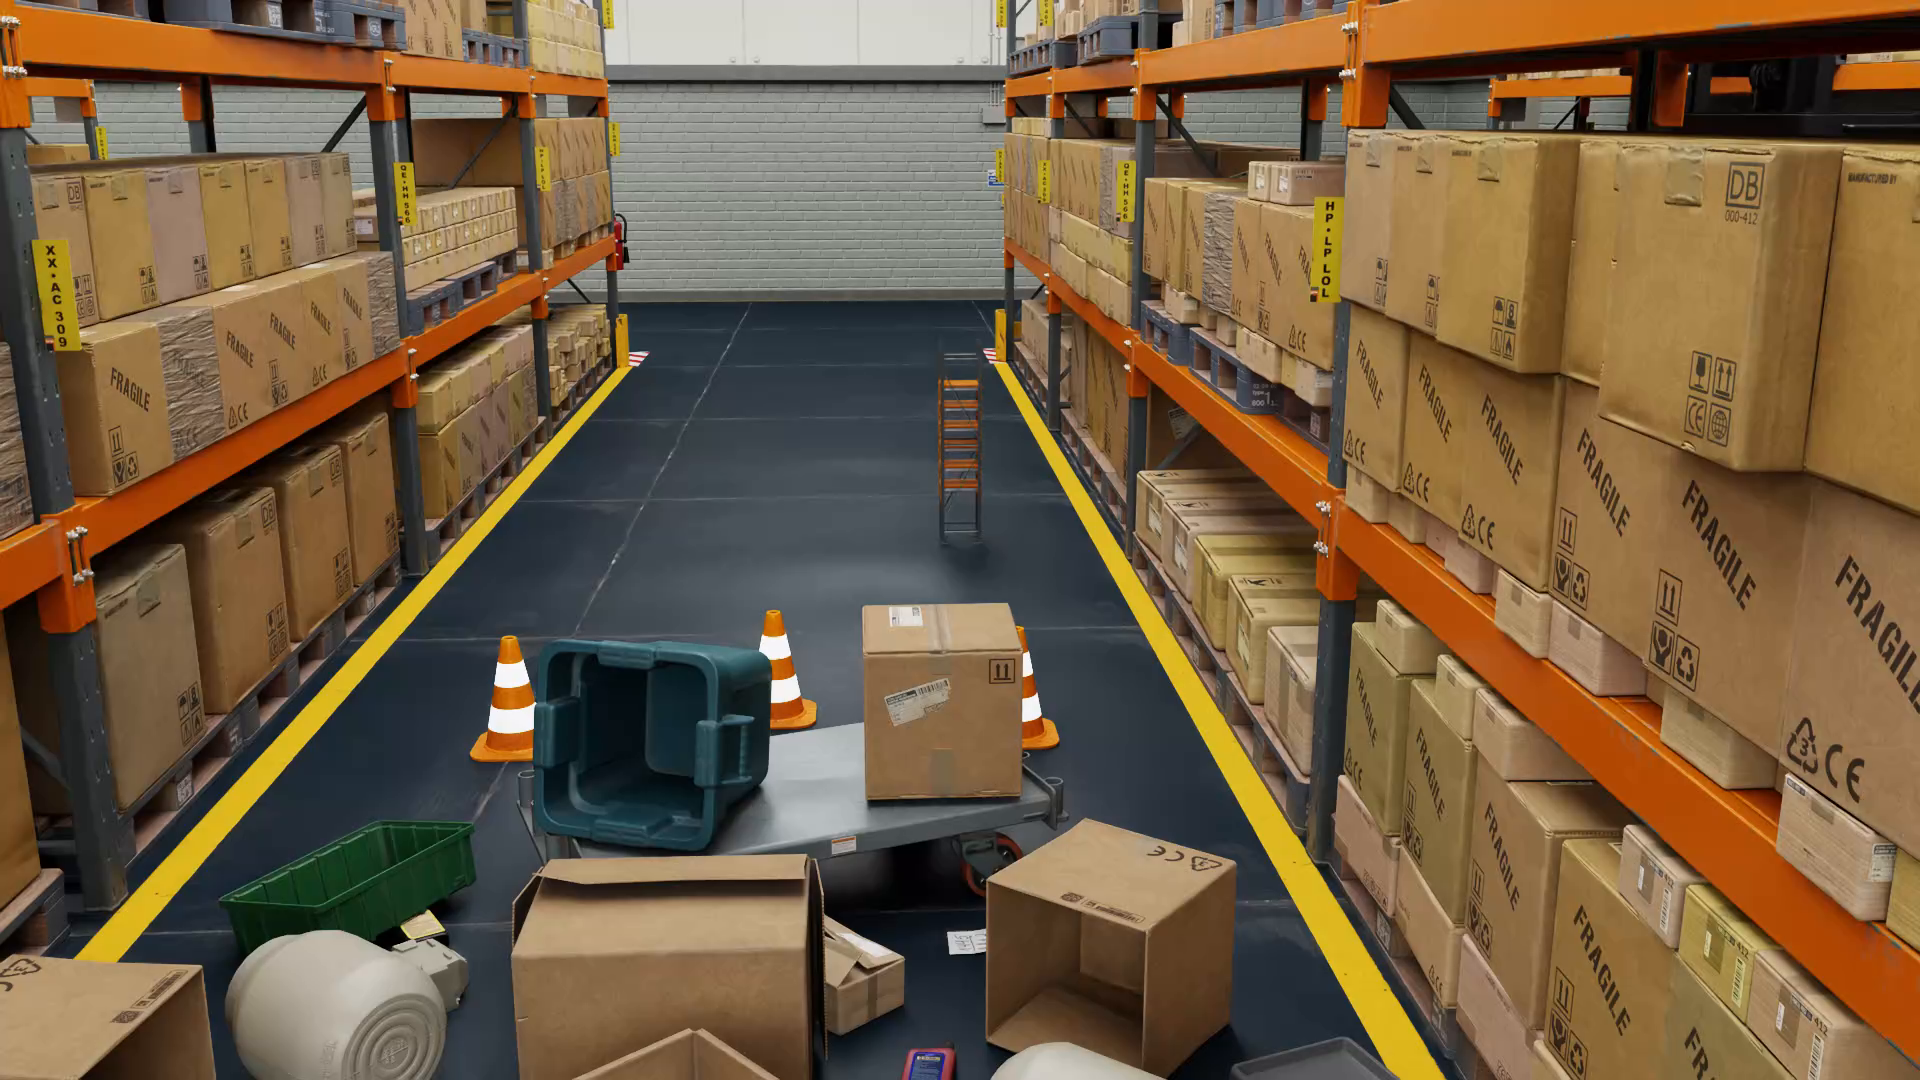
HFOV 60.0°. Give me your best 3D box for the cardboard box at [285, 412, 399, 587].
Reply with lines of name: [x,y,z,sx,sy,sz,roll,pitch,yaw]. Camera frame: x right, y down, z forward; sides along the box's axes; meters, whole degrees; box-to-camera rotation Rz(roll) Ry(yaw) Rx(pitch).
cardboard box: [-3.526,-0.212,8.503,1.050,0.750,0.750,-1,14,-4]

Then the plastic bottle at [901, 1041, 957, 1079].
plastic bottle: [-0.084,1.415,4.404,0.133,0.061,0.283,2,15,6]

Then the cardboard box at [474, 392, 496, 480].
cardboard box: [-3.334,-0.676,10.809,0.500,0.500,0.500,-1,14,-5]

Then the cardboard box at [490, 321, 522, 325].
cardboard box: [-4.175,-1.889,15.033,0.380,0.149,0.250,-1,14,-3]

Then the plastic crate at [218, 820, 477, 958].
plastic crate: [-1.908,1.101,5.257,0.450,0.188,0.662,-4,11,28]

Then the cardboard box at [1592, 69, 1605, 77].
cardboard box: [5.810,-4.159,14.657,0.380,0.149,0.250,-1,14,-3]

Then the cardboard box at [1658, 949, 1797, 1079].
cardboard box: [1.610,1.077,2.991,0.500,0.500,0.500,0,14,-1]

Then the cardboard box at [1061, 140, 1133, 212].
cardboard box: [1.012,-2.640,12.061,0.500,0.500,0.500,-1,14,-4]

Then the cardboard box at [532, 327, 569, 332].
cardboard box: [-3.631,-1.773,14.581,0.380,0.149,0.250,-1,15,-6]

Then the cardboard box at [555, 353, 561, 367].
cardboard box: [-3.595,-1.497,14.105,0.380,0.149,0.250,-2,15,-6]

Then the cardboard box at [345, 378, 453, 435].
cardboard box: [-3.275,-0.782,9.716,0.500,0.250,0.500,-2,15,-6]

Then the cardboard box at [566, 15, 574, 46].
cardboard box: [-3.605,-4.372,14.277,0.500,0.250,0.500,-2,15,-6]

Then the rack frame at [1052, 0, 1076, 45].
rack frame: [1.213,-5.253,12.383,1.000,3.000,0.127,-1,14,-3]

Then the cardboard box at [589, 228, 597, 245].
cardboard box: [-3.620,-2.855,15.606,0.380,0.149,0.250,0,14,-2]

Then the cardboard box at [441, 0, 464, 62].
cardboard box: [-3.318,-3.147,10.017,0.500,0.500,0.500,-1,14,-3]

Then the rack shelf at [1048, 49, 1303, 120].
rack shelf: [1.337,-2.954,10.913,1.077,0.370,4.000,-1,14,-3]

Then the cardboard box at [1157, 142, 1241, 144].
cardboard box: [1.589,-2.389,11.086,0.500,0.500,0.500,-1,14,-3]

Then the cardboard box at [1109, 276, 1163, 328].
cardboard box: [1.170,-1.402,9.756,0.500,0.250,0.500,-1,14,-5]

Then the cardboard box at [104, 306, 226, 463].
cardboard box: [-3.022,-0.565,6.003,0.500,0.500,0.500,-1,14,-3]

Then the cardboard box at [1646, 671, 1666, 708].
cardboard box: [1.644,0.288,3.390,0.380,0.149,0.250,-1,14,-3]

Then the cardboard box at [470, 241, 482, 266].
cardboard box: [-3.416,-1.908,11.084,0.380,0.149,0.250,0,14,-1]

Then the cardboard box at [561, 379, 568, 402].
cardboard box: [-3.440,-1.230,13.667,0.380,0.149,0.250,0,14,-2]

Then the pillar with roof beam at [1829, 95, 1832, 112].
pillar with roof beam: [2.726,-5.451,13.153,9.100,9.000,0.400,-1,14,-3]

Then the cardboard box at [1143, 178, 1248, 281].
cardboard box: [1.257,-1.633,8.713,0.500,0.500,0.500,-1,14,-5]

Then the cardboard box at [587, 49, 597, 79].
cardboard box: [-3.638,-4.385,15.331,0.500,0.250,0.500,-1,14,-3]

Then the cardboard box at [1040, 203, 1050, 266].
cardboard box: [0.929,-2.507,13.551,0.500,0.500,0.500,-1,14,-3]

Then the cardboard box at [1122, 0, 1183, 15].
cardboard box: [1.287,-3.150,9.180,0.797,0.503,0.637,-2,15,-7]

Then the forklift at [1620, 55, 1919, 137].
forklift: [3.699,-0.840,7.409,1.130,2.935,3.031,-5,15,-19]

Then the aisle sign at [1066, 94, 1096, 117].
aisle sign: [1.270,-4.624,16.761,0.394,0.787,0.004,-1,14,-3]

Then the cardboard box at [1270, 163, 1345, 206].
cardboard box: [1.399,-1.350,6.313,0.380,0.149,0.250,-1,14,-5]

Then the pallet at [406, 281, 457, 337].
pallet: [-3.624,-1.334,9.576,1.213,0.211,1.003,-1,14,-3]

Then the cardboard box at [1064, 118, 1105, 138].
cardboard box: [0.968,-3.333,13.453,0.380,0.149,0.250,-1,14,-2]

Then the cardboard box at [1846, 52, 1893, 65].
cardboard box: [6.077,-3.184,10.661,0.500,0.250,0.500,-1,14,-3]

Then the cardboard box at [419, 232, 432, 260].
cardboard box: [-3.342,-1.734,9.810,0.380,0.149,0.250,-1,14,-5]

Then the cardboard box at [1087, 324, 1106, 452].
cardboard box: [1.395,-1.144,11.876,0.875,0.875,0.875,0,14,-2]

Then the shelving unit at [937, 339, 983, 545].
shelving unit: [0.001,-0.577,9.863,0.258,1.200,0.189,-1,14,-3]

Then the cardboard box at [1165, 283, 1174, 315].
cardboard box: [1.250,-1.211,8.375,0.380,0.149,0.250,-2,15,-7]

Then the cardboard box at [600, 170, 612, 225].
cardboard box: [-3.685,-3.325,16.134,0.500,0.500,0.500,-1,14,-2]

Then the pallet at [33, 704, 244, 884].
pallet: [-3.349,0.903,6.092,1.003,0.211,1.213,-1,14,-3]

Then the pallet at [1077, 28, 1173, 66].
pallet: [1.295,-3.151,10.614,1.003,0.211,1.213,0,14,-1]

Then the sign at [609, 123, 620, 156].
sign: [-3.414,-3.958,16.432,0.100,0.325,0.005,-1,14,-3]

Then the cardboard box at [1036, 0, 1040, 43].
cardboard box: [0.940,-4.592,14.588,0.500,0.500,0.500,-1,14,-2]

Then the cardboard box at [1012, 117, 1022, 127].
cardboard box: [0.711,-4.097,16.419,0.380,0.149,0.250,-1,14,-2]

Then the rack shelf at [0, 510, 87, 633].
rack shelf: [-3.102,0.589,3.159,1.077,0.370,4.000,-1,14,-3]

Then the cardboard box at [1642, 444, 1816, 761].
cardboard box: [1.594,0.065,2.958,0.500,0.500,0.500,-1,14,-4]

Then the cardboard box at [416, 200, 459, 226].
cardboard box: [-3.392,-2.066,10.503,0.380,0.149,0.250,0,14,-2]

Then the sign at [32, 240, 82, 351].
sign: [-2.672,-0.723,4.920,0.100,0.325,0.005,-1,14,-3]

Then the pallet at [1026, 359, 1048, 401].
pallet: [1.165,-1.491,15.400,1.003,0.211,1.213,-1,14,-3]

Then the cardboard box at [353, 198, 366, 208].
cardboard box: [-4.055,-2.122,10.722,0.380,0.149,0.250,0,14,-2]

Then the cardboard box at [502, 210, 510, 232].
cardboard box: [-3.482,-2.310,12.050,0.380,0.149,0.250,-1,14,-3]

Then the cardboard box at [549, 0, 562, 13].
cardboard box: [-3.531,-4.465,13.838,0.380,0.149,0.250,0,14,-1]

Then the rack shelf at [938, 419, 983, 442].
rack shelf: [0.001,-0.651,9.844,0.258,0.103,0.180,-1,14,-3]

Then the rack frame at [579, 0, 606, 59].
rack frame: [-3.969,-6.146,15.855,1.000,3.000,0.127,-1,14,-3]

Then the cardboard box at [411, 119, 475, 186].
cardboard box: [-4.021,-3.035,13.000,0.500,0.500,0.500,-1,14,-5]

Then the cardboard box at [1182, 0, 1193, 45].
cardboard box: [1.326,-2.596,8.346,0.396,0.266,0.258,-1,14,-3]
